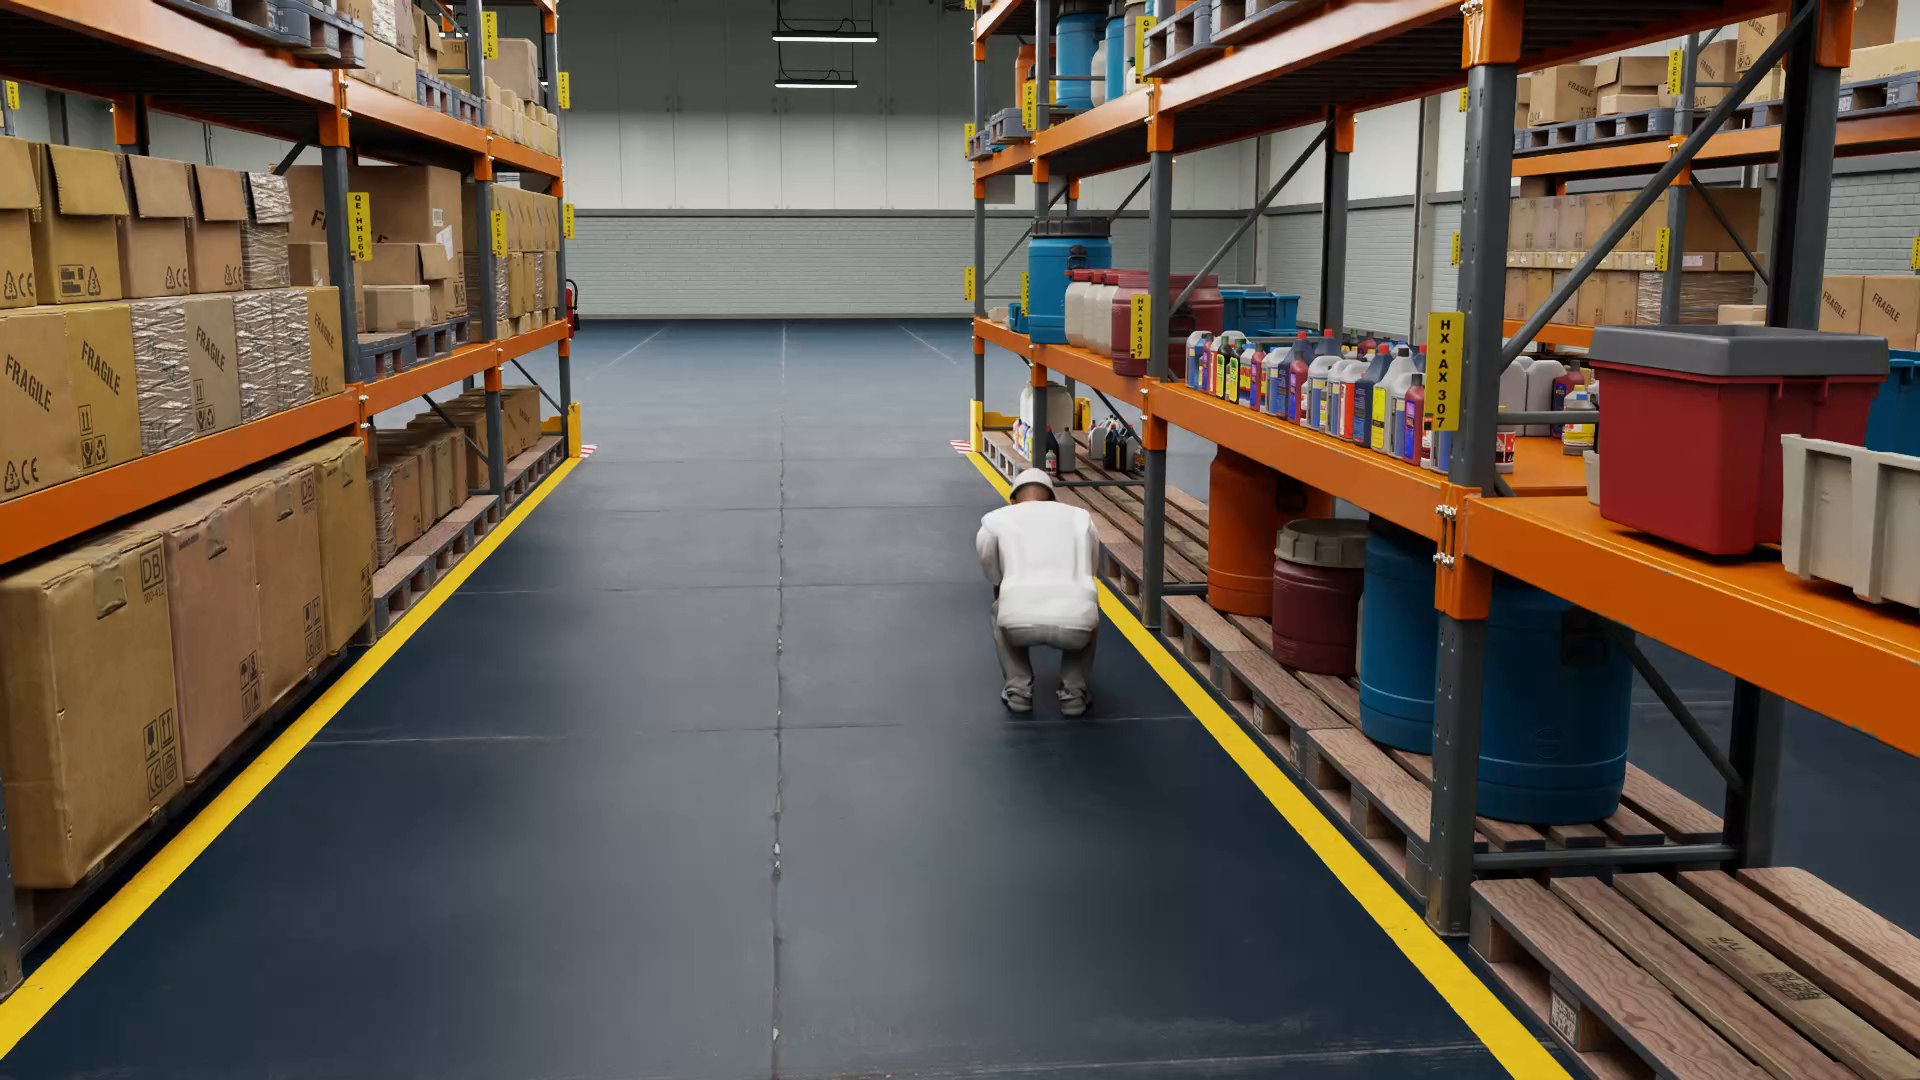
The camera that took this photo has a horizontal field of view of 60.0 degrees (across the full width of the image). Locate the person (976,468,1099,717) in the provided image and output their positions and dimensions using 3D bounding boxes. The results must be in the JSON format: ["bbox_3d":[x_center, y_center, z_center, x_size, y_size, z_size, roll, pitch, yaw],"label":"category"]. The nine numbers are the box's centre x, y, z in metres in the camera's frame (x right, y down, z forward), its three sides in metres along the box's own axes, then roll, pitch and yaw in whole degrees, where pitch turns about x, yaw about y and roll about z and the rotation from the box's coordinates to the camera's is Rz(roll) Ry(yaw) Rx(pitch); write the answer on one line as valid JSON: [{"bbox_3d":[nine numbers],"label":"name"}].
[{"bbox_3d":[0.344,0.214,7.342,0.547,1.007,0.921,0,10,2],"label":"person"}]
